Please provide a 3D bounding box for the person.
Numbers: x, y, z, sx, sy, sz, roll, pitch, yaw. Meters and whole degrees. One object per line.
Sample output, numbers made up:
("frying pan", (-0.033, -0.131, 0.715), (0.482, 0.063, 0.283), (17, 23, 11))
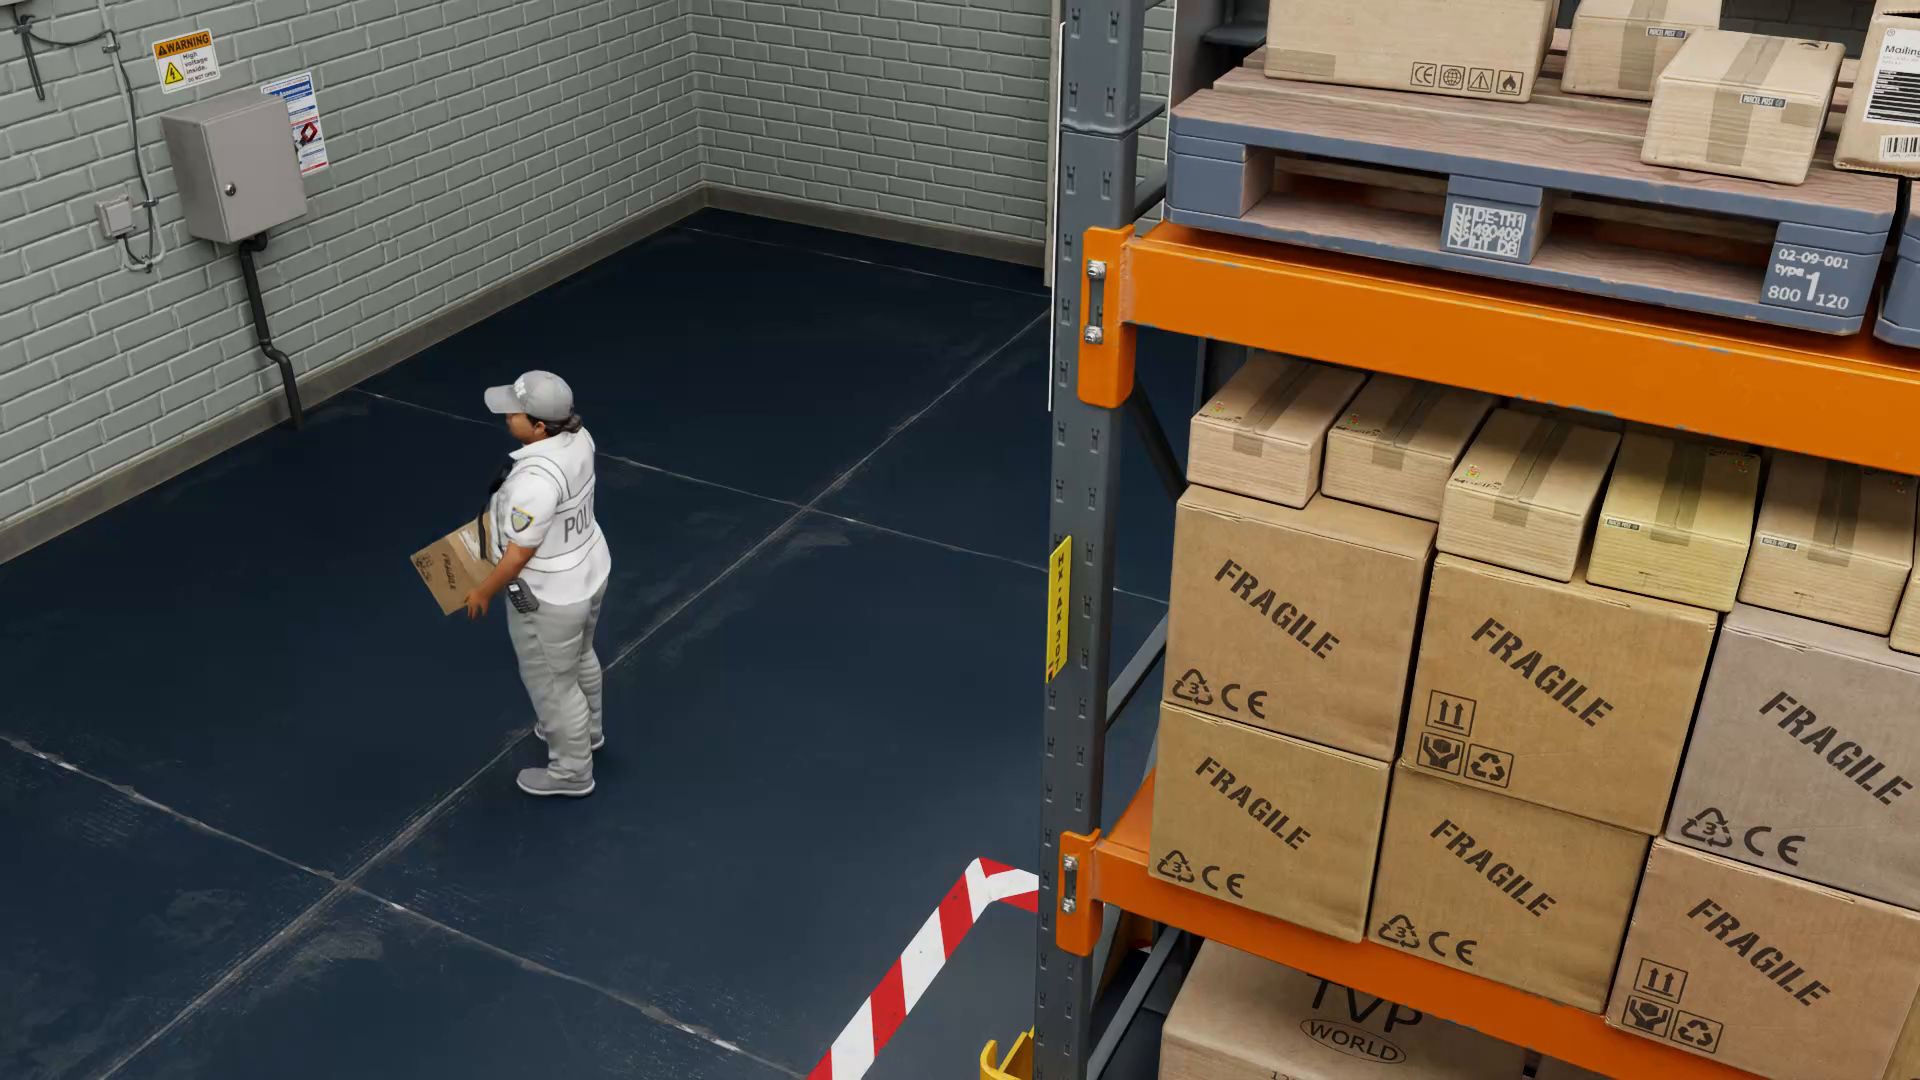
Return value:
("person", (-1.464, 0.152, 5.852), (0.462, 1.674, 0.547), (4, 30, 7))
